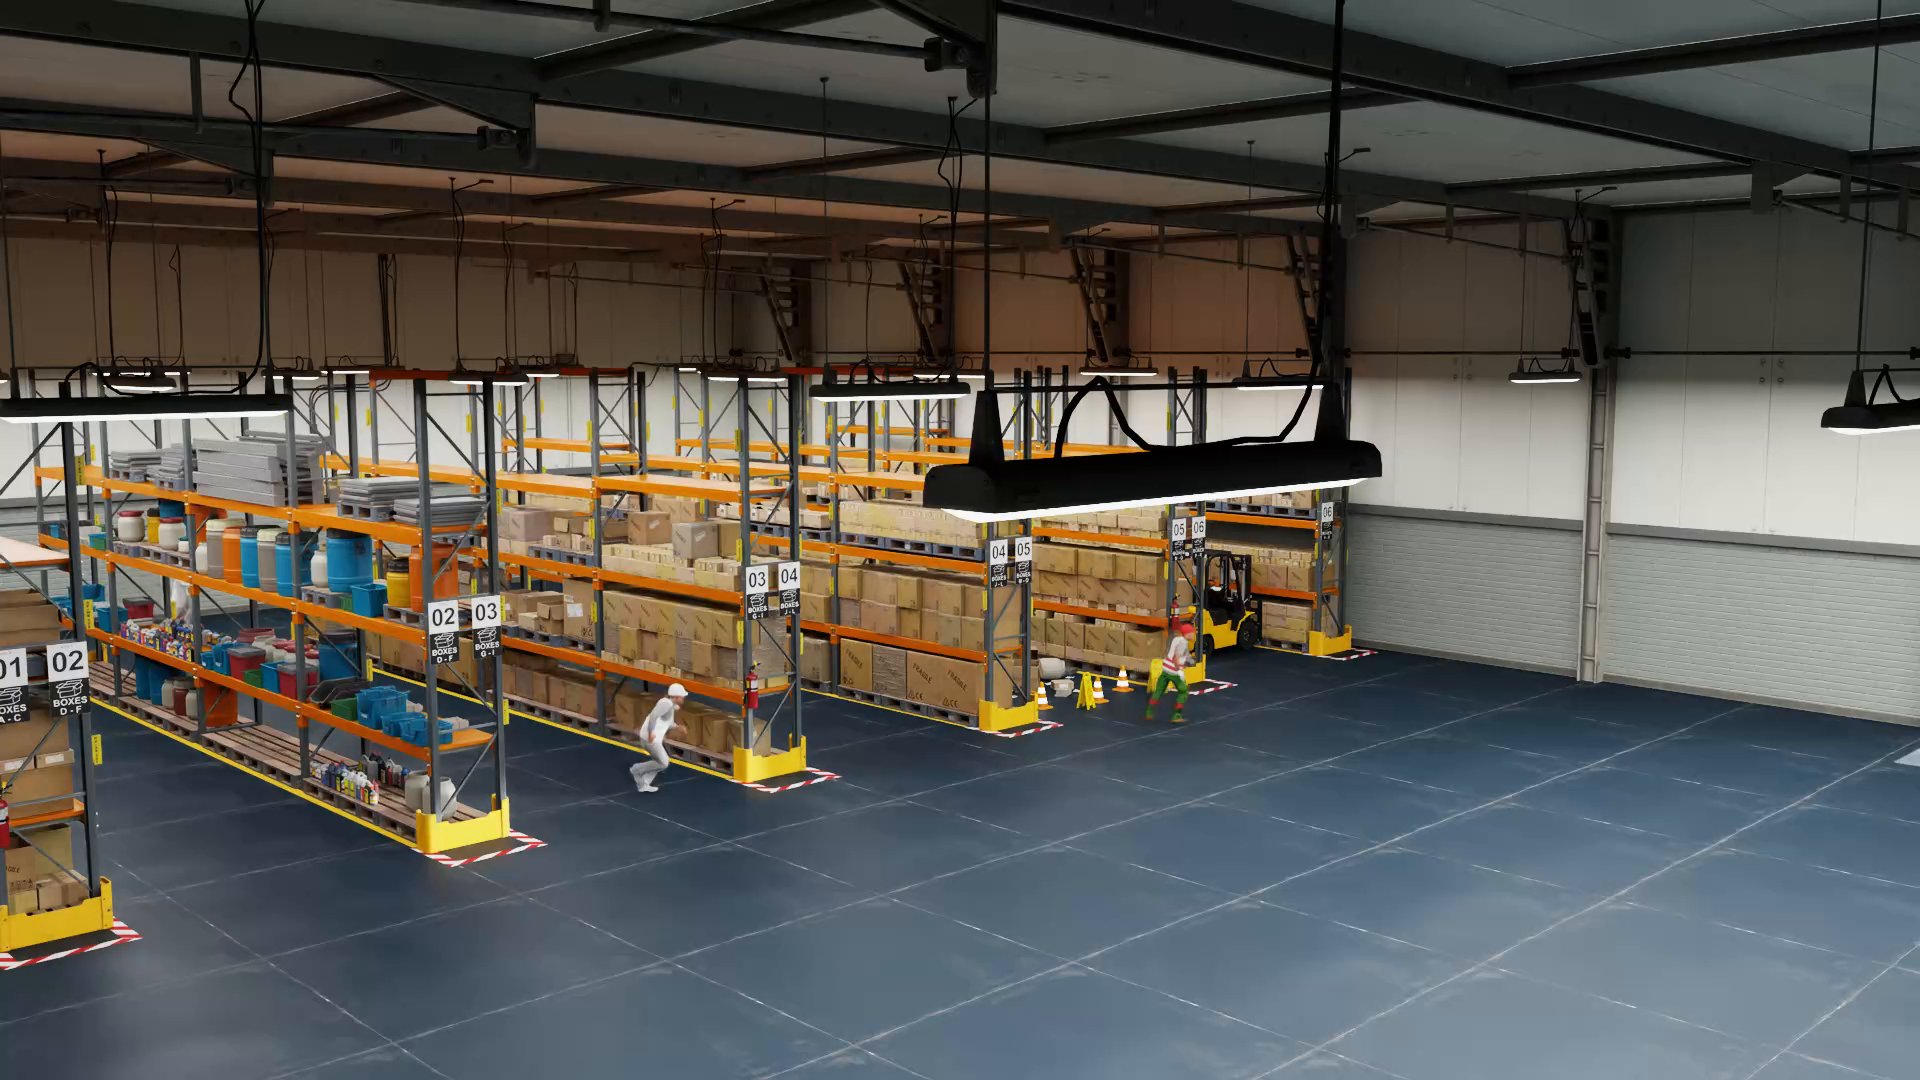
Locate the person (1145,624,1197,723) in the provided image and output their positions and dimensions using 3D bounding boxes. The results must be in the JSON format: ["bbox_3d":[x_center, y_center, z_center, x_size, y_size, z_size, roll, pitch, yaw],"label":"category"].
[{"bbox_3d":[3.662,2.283,28.519,0.907,1.709,0.700,-3,7,-25],"label":"person"}]

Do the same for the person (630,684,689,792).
[{"bbox_3d":[-4.320,2.860,23.881,0.858,1.587,0.684,0,6,-4],"label":"person"}]

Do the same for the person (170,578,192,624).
[{"bbox_3d":[-17.350,1.283,36.994,0.910,1.836,0.670,-2,7,-21],"label":"person"}]
